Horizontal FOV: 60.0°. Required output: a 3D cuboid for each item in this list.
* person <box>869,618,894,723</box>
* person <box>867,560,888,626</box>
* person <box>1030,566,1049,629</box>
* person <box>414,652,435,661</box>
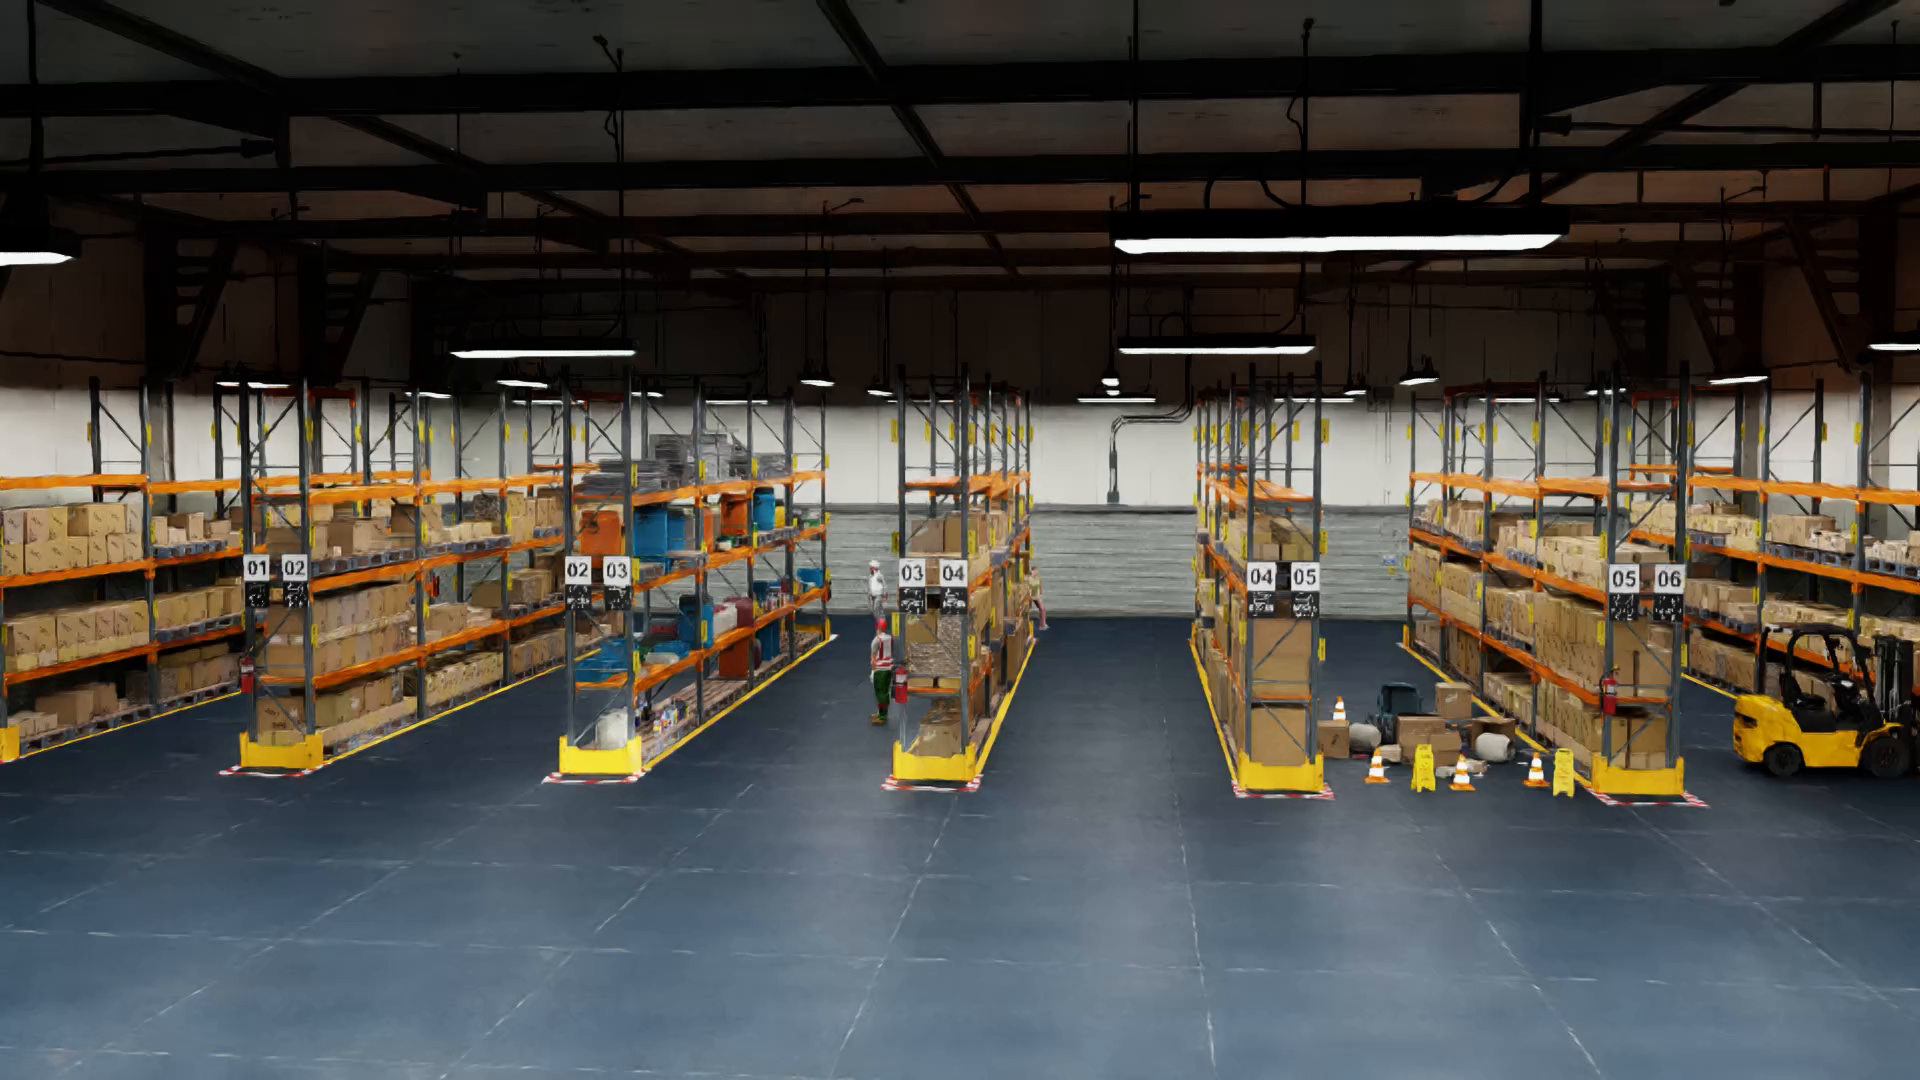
[{"bbox_3d":[-1.408,2.245,28.783,0.494,1.786,0.606,3,4,35],"label":"person"},{"bbox_3d":[-2.076,1.406,42.318,0.502,1.784,0.639,-2,4,-31],"label":"person"},{"bbox_3d":[1.886,1.463,42.511,0.623,1.604,0.811,-1,4,-13],"label":"person"},{"bbox_3d":[-11.019,2.009,34.279,0.592,1.604,0.513,0,4,4],"label":"person"}]
